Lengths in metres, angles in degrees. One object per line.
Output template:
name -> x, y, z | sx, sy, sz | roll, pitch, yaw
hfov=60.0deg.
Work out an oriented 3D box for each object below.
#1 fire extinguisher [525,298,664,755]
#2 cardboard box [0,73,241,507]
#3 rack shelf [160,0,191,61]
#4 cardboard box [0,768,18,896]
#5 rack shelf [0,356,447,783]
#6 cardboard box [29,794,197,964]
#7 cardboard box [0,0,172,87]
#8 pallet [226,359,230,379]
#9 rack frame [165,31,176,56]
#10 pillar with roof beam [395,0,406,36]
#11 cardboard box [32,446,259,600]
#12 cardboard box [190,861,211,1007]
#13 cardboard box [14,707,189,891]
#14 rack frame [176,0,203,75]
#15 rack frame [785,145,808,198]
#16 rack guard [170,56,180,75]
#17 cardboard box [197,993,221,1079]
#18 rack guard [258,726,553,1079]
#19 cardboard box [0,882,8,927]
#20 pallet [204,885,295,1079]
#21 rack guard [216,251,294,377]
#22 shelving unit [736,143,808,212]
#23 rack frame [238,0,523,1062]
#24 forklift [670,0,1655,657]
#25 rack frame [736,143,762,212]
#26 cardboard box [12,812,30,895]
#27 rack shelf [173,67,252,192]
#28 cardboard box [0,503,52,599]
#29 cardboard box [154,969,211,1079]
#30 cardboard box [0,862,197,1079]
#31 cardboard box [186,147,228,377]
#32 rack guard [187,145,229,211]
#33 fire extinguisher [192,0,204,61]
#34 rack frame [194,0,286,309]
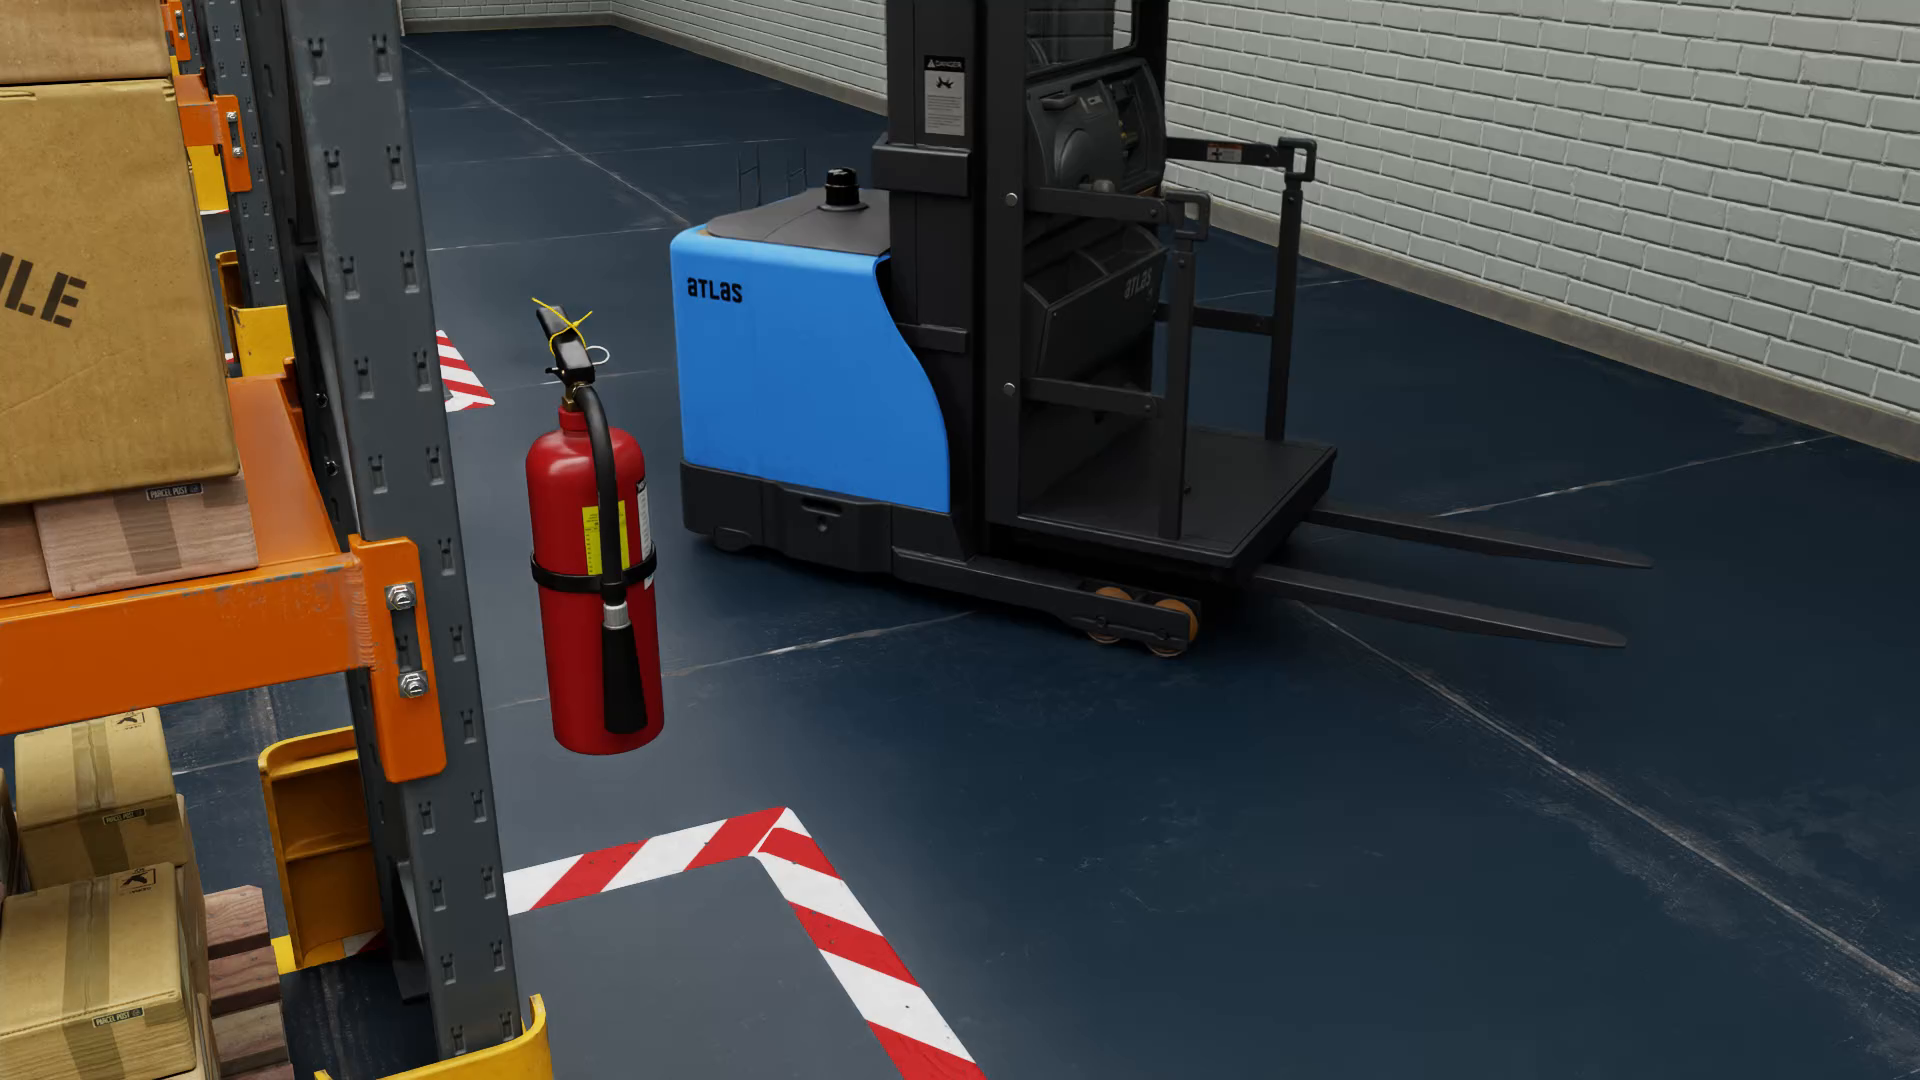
fire extinguisher -> -0.544, -0.015, 2.453 | 0.183, 0.674, 0.296 | -10, 25, -24
cardboard box -> -1.264, -0.361, 2.180 | 0.500, 0.500, 0.500 | -10, 24, -23
rack shelf -> -6.981, -3.109, 10.280 | 4.000, 0.370, 1.077 | -10, 25, -24
cardboard box -> -1.787, 0.565, 2.864 | 0.250, 0.149, 0.380 | -10, 24, -23
rack shelf -> -2.773, 0.324, 1.987 | 4.000, 0.370, 1.077 | -10, 25, -24
cardboard box -> -1.555, 0.644, 3.062 | 0.250, 0.149, 0.380 | -9, 24, -21
cardboard box -> -1.276, -0.824, 1.993 | 0.500, 0.500, 0.500 | -11, 25, -25
pallet -> -3.718, -0.619, 6.968 | 1.213, 0.211, 1.003 | -10, 25, -24
rack frame -> -7.324, -5.481, 15.070 | 0.127, 3.000, 1.000 | -10, 25, -24
pillar with roof beam -> -5.551, -9.222, 16.263 | 0.400, 9.000, 9.100 | -10, 25, -24
cardboard box -> -1.142, -0.073, 2.333 | 0.250, 0.149, 0.380 | -10, 25, -24
cardboard box -> -1.582, 0.759, 3.172 | 0.250, 0.149, 0.380 | -10, 24, -23
cardboard box -> -1.591, 0.478, 3.075 | 0.250, 0.149, 0.380 | -12, 25, -26
rack frame -> -5.179, -3.773, 10.944 | 0.127, 3.000, 1.000 | -10, 25, -24
rack frame -> -0.594, -0.857, 6.251 | 0.006, 1.200, 0.240 | 5, 23, 11
rack guard -> -7.393, -4.314, 15.517 | 0.348, 0.500, 1.175 | -10, 25, -24
cardboard box -> -1.355, 0.942, 2.731 | 0.250, 0.149, 0.380 | -10, 25, -23
rack guard -> -1.040, 0.827, 3.098 | 0.348, 0.500, 1.175 | -10, 25, -24
cardboard box -> -1.589, 0.705, 2.526 | 0.250, 0.149, 0.380 | -10, 24, -23
pallet -> -1.787, 1.083, 2.857 | 1.213, 0.211, 1.003 | -10, 25, -24
rack guard -> -3.010, -0.916, 7.308 | 0.348, 0.500, 1.175 | -10, 25, -24
shelving unit -> -0.684, -0.864, 6.268 | 0.189, 1.200, 0.258 | 5, 23, 11
rack frame -> -0.971, -0.340, 2.651 | 0.127, 3.000, 1.000 | -10, 25, -24
forklift -> 0.600, -1.241, 4.916 | 3.031, 2.935, 1.130 | 11, 25, 25
rack frame -> -0.773, -0.872, 6.286 | 0.006, 1.200, 0.240 | 5, 23, 11
cardboard box -> -1.826, 0.670, 3.000 | 0.250, 0.149, 0.380 | -11, 25, -24
rack shelf -> -4.833, -1.402, 6.157 | 4.000, 0.370, 1.077 | -10, 25, -24
cardboard box -> -1.383, -0.045, 2.264 | 0.250, 0.149, 0.380 | -10, 25, -24
cardboard box -> -1.323, 0.831, 2.610 | 0.250, 0.149, 0.380 | -11, 25, -25
cardboard box -> -1.338, 0.683, 2.579 | 0.250, 0.149, 0.380 | -10, 25, -23
cardboard box -> -3.573, -1.145, 6.824 | 0.875, 0.875, 0.875 | -10, 25, -24
rack guard -> -5.163, -2.627, 11.443 | 0.348, 0.500, 1.175 | -10, 25, -24
fire extinguisher -> -4.846, -3.434, 10.712 | 0.183, 0.674, 0.296 | -10, 25, -24
rack frame -> -3.031, -2.067, 6.821 | 0.127, 3.000, 1.000 | -10, 25, -24
